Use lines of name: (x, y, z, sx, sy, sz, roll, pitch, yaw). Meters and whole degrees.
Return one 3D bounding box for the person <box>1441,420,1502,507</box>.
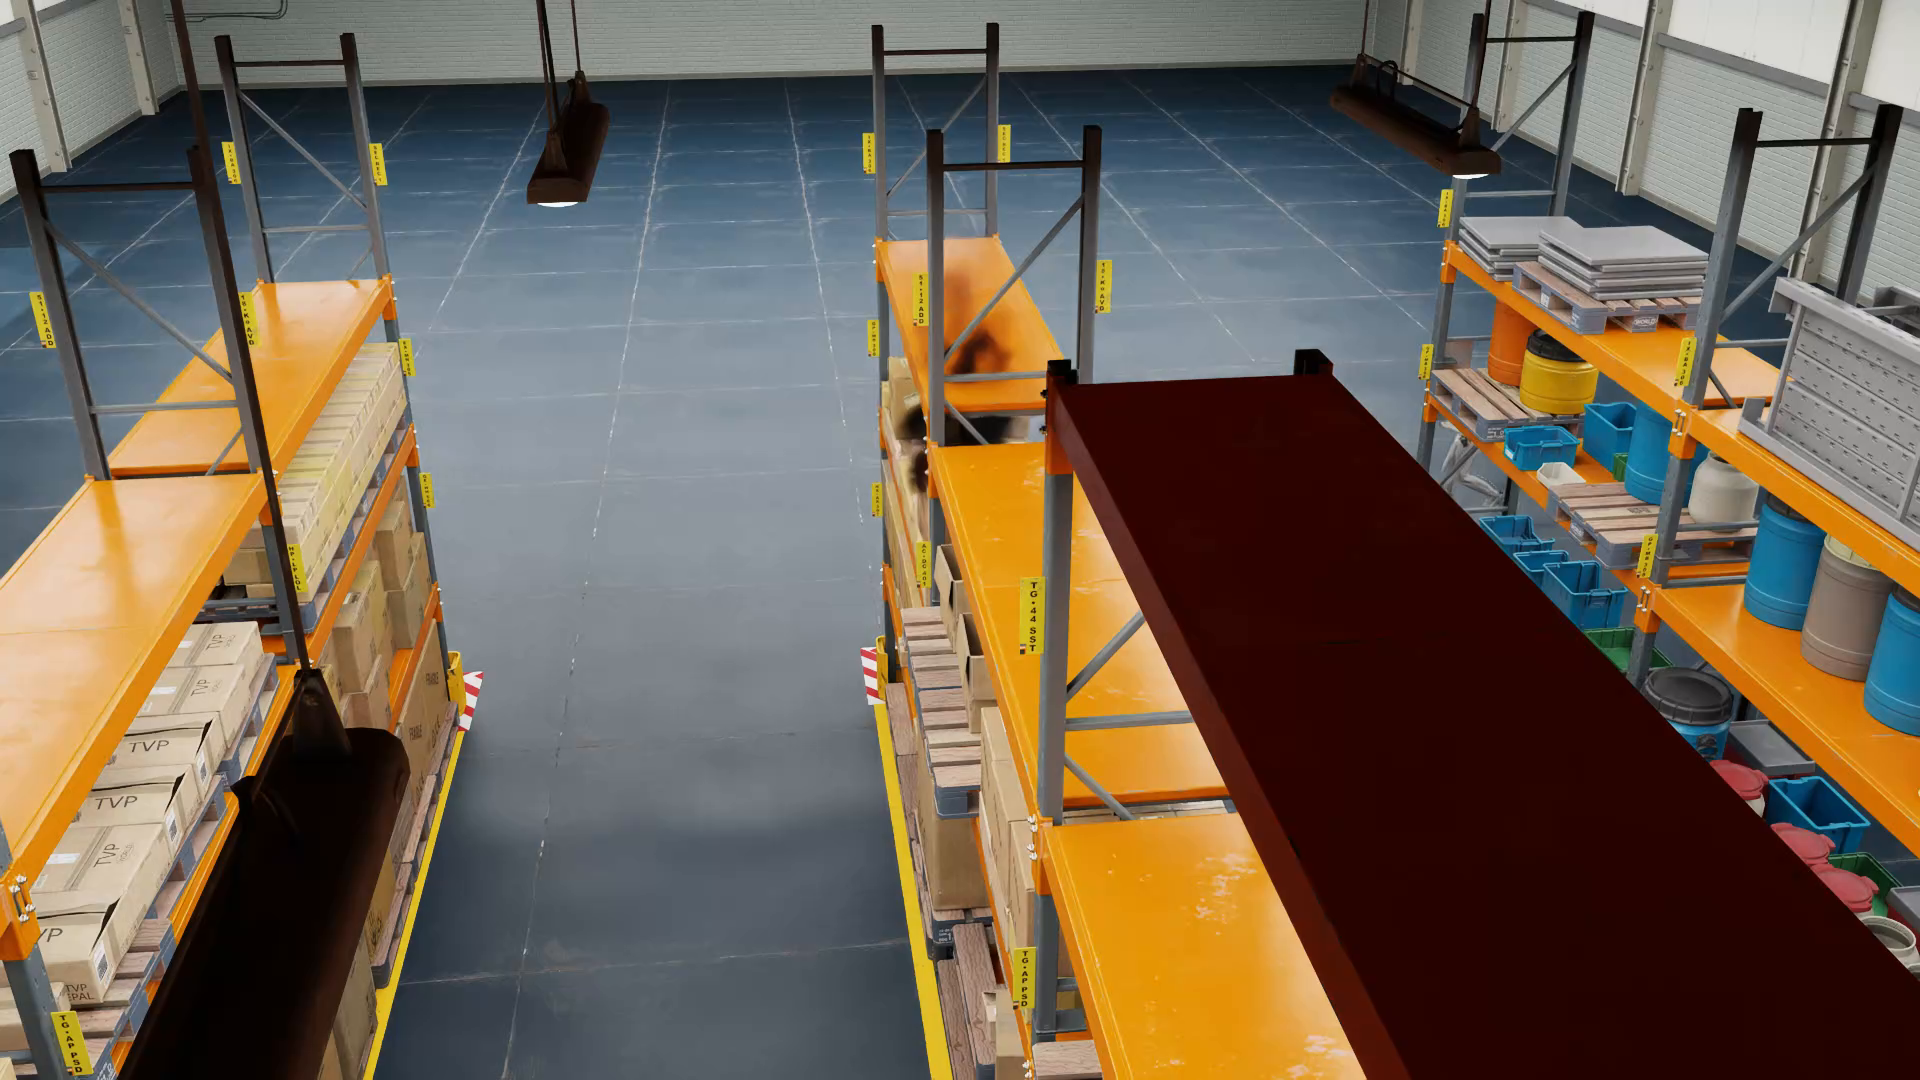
person: (5.785, -1.101, 18.859, 0.861, 1.668, 0.625, 9, 27, 19)
